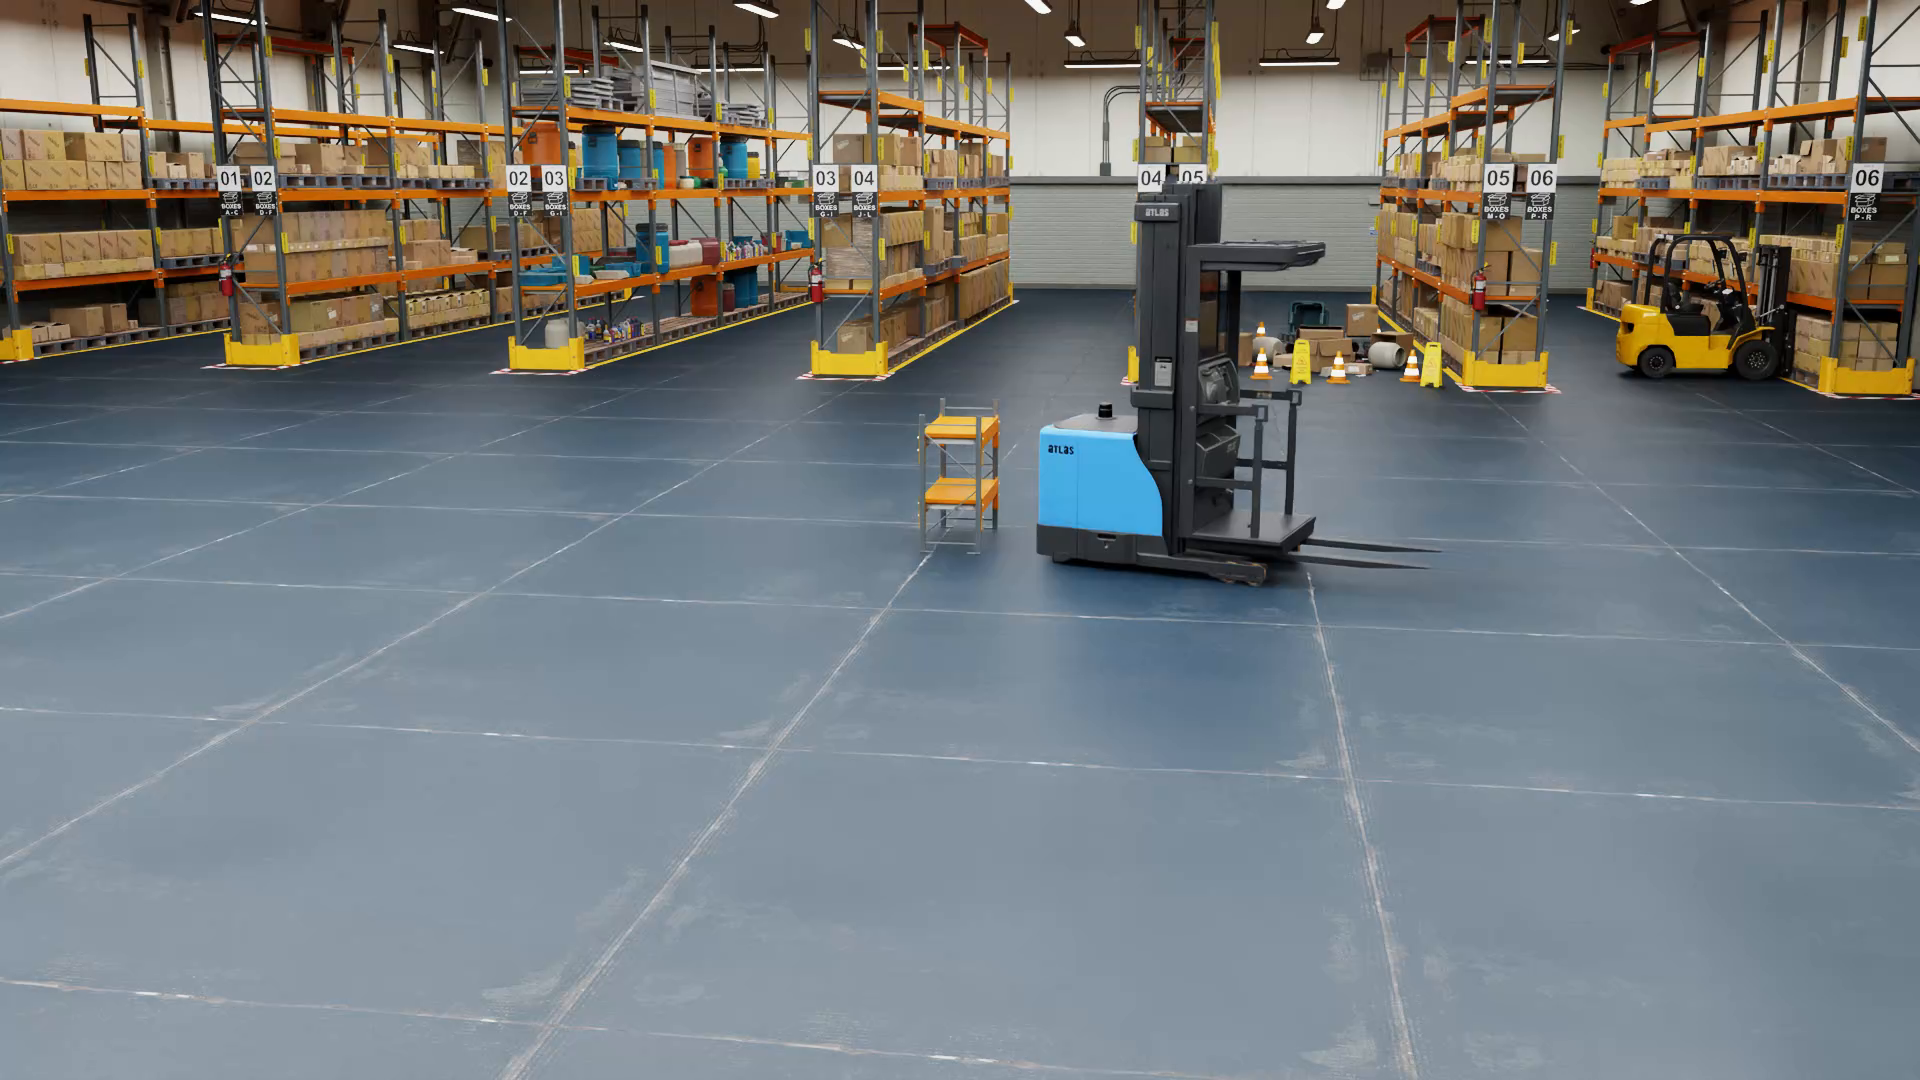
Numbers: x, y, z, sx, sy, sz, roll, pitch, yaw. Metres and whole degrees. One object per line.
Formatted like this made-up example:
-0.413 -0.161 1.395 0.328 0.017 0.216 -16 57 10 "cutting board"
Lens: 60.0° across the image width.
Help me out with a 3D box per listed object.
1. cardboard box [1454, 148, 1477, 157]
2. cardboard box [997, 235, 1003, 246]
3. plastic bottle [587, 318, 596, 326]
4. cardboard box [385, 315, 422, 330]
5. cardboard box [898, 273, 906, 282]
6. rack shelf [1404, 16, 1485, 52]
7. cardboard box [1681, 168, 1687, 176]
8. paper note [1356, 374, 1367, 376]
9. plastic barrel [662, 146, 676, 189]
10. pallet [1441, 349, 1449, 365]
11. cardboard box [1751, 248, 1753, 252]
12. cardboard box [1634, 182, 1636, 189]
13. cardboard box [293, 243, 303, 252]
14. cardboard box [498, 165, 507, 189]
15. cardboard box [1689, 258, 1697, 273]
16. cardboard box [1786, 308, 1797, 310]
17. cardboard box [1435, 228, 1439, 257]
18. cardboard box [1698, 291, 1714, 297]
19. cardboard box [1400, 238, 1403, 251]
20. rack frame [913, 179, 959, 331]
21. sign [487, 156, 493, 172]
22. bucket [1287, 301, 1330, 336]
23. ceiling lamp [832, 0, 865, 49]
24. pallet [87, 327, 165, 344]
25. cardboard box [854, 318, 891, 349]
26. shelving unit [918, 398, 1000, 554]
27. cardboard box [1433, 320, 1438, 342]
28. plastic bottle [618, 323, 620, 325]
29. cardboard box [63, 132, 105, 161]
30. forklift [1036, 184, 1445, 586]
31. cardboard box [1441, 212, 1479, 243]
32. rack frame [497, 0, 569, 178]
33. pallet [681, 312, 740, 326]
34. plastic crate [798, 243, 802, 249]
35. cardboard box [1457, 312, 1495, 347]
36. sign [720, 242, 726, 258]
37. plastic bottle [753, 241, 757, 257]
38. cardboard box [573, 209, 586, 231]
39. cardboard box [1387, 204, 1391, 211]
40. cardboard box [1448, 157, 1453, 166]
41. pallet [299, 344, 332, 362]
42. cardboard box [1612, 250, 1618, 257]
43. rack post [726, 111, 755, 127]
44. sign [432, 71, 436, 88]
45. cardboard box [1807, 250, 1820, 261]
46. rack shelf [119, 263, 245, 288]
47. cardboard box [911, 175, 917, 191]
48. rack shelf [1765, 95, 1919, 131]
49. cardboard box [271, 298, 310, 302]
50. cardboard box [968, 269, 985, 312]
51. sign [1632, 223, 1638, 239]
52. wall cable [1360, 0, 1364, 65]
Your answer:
8.625 -6.548 28.309 0.500 0.250 0.500 2 12 10 "cardboard box"
0.747 -7.151 39.703 0.500 0.250 0.500 1 12 7 "cardboard box"
-6.587 -3.788 29.695 0.144 0.351 0.185 1 12 6 "plastic bottle"
-10.611 -4.160 31.708 0.500 0.250 0.500 2 12 7 "cardboard box"
-1.118 -4.413 27.945 0.380 0.149 0.250 2 12 9 "cardboard box"
9.585 -10.035 33.016 1.077 0.370 4.000 2 12 9 "rack shelf"
14.119 -7.083 32.028 0.380 0.149 0.250 2 12 9 "cardboard box"
6.225 -2.558 25.788 0.148 0.019 0.142 -2 12 -11 "paper note"
-5.850 -7.271 32.471 0.600 0.830 0.708 2 12 9 "plastic barrel"
8.594 -3.076 27.767 1.003 0.211 1.213 2 12 9 "pallet"
13.400 -4.865 27.669 0.380 0.149 0.250 2 12 11 "cardboard box"
14.602 -7.564 35.450 0.380 0.149 0.250 2 12 9 "cardboard box"
-11.222 -4.886 27.769 0.380 0.149 0.250 2 12 7 "cardboard box"
-10.190 -7.769 35.566 0.910 0.500 0.500 2 12 9 "cardboard box"
13.873 -5.095 30.872 0.500 0.250 0.500 2 12 9 "cardboard box"
13.094 -3.574 26.612 0.500 0.250 0.500 2 12 9 "cardboard box"
8.581 -5.187 29.001 0.500 0.500 0.500 2 12 9 "cardboard box"
14.597 -4.761 32.360 0.380 0.149 0.250 2 12 9 "cardboard box"
9.390 -6.121 34.444 0.500 0.250 0.500 2 12 9 "cardboard box"
-0.515 -5.734 33.480 1.000 3.000 0.127 2 12 9 "rack frame"
-9.756 -7.794 34.503 0.100 0.325 0.005 2 12 9 "sign"
6.013 -3.759 28.480 0.726 0.611 0.620 7 4 28 "bucket"
-2.156 -12.249 35.615 0.800 3.185 2.000 2 12 9 "ceiling lamp"
-15.882 -3.879 31.491 1.003 0.211 1.213 2 12 9 "pallet"
-1.459 -3.437 27.757 0.500 0.500 0.500 3 13 14 "cardboard box"
0.001 -0.551 13.881 0.538 1.125 1.048 2 12 9 "shelving unit"
8.740 -3.610 28.866 0.950 0.372 0.625 2 12 9 "cardboard box"
-6.023 -3.696 29.429 0.061 0.283 0.133 2 12 9 "plastic bottle"
-15.766 -7.060 29.855 0.500 0.500 0.500 1 12 7 "cardboard box"
2.164 -1.215 12.676 3.031 2.935 1.130 6 13 25 "forklift"
8.380 -5.179 27.587 0.700 0.500 0.500 2 12 8 "cardboard box"
-6.639 -7.162 25.866 1.000 3.000 0.127 2 12 9 "rack frame"
-5.329 -4.697 35.287 1.003 0.211 1.213 2 12 9 "pallet"
-4.125 -7.285 41.159 0.396 0.136 0.243 2 12 9 "plastic crate"
7.989 -3.259 25.747 0.500 0.500 0.500 2 12 11 "cardboard box"
-4.864 -5.958 34.132 0.100 0.325 0.005 2 12 9 "sign"
-4.612 -6.501 37.157 0.144 0.351 0.185 2 12 9 "plastic bottle"
-9.258 -7.623 39.633 0.500 0.500 0.500 1 12 7 "cardboard box"
9.899 -7.547 37.741 0.380 0.149 0.250 2 12 7 "cardboard box"
8.291 -6.259 27.498 0.380 0.149 0.250 2 12 8 "cardboard box"
-11.457 -3.188 28.285 1.003 0.211 1.213 2 12 9 "pallet"
14.824 -6.414 37.231 0.380 0.149 0.250 2 12 10 "cardboard box"
-4.979 -8.990 35.535 0.937 0.300 0.954 3 13 15 "rack post"
-10.840 -9.499 34.307 0.100 0.325 0.005 2 12 9 "sign"
12.883 -4.249 24.814 0.380 0.149 0.250 1 12 7 "cardboard box"
-15.506 -5.448 33.859 1.077 0.370 4.000 2 12 9 "rack shelf"
-1.033 -6.083 28.334 0.500 0.250 0.500 2 12 10 "cardboard box"
13.260 -6.389 24.938 1.077 0.370 4.000 2 12 9 "rack shelf"
-11.605 -3.948 28.943 0.500 0.500 0.500 2 12 9 "cardboard box"
-0.115 -5.413 36.039 1.225 0.875 0.875 1 12 7 "cardboard box"
14.260 -6.525 35.095 0.100 0.325 0.005 2 12 9 "sign"
9.574 -14.186 44.221 2.355 3.000 0.029 2 12 9 "wall cable"
